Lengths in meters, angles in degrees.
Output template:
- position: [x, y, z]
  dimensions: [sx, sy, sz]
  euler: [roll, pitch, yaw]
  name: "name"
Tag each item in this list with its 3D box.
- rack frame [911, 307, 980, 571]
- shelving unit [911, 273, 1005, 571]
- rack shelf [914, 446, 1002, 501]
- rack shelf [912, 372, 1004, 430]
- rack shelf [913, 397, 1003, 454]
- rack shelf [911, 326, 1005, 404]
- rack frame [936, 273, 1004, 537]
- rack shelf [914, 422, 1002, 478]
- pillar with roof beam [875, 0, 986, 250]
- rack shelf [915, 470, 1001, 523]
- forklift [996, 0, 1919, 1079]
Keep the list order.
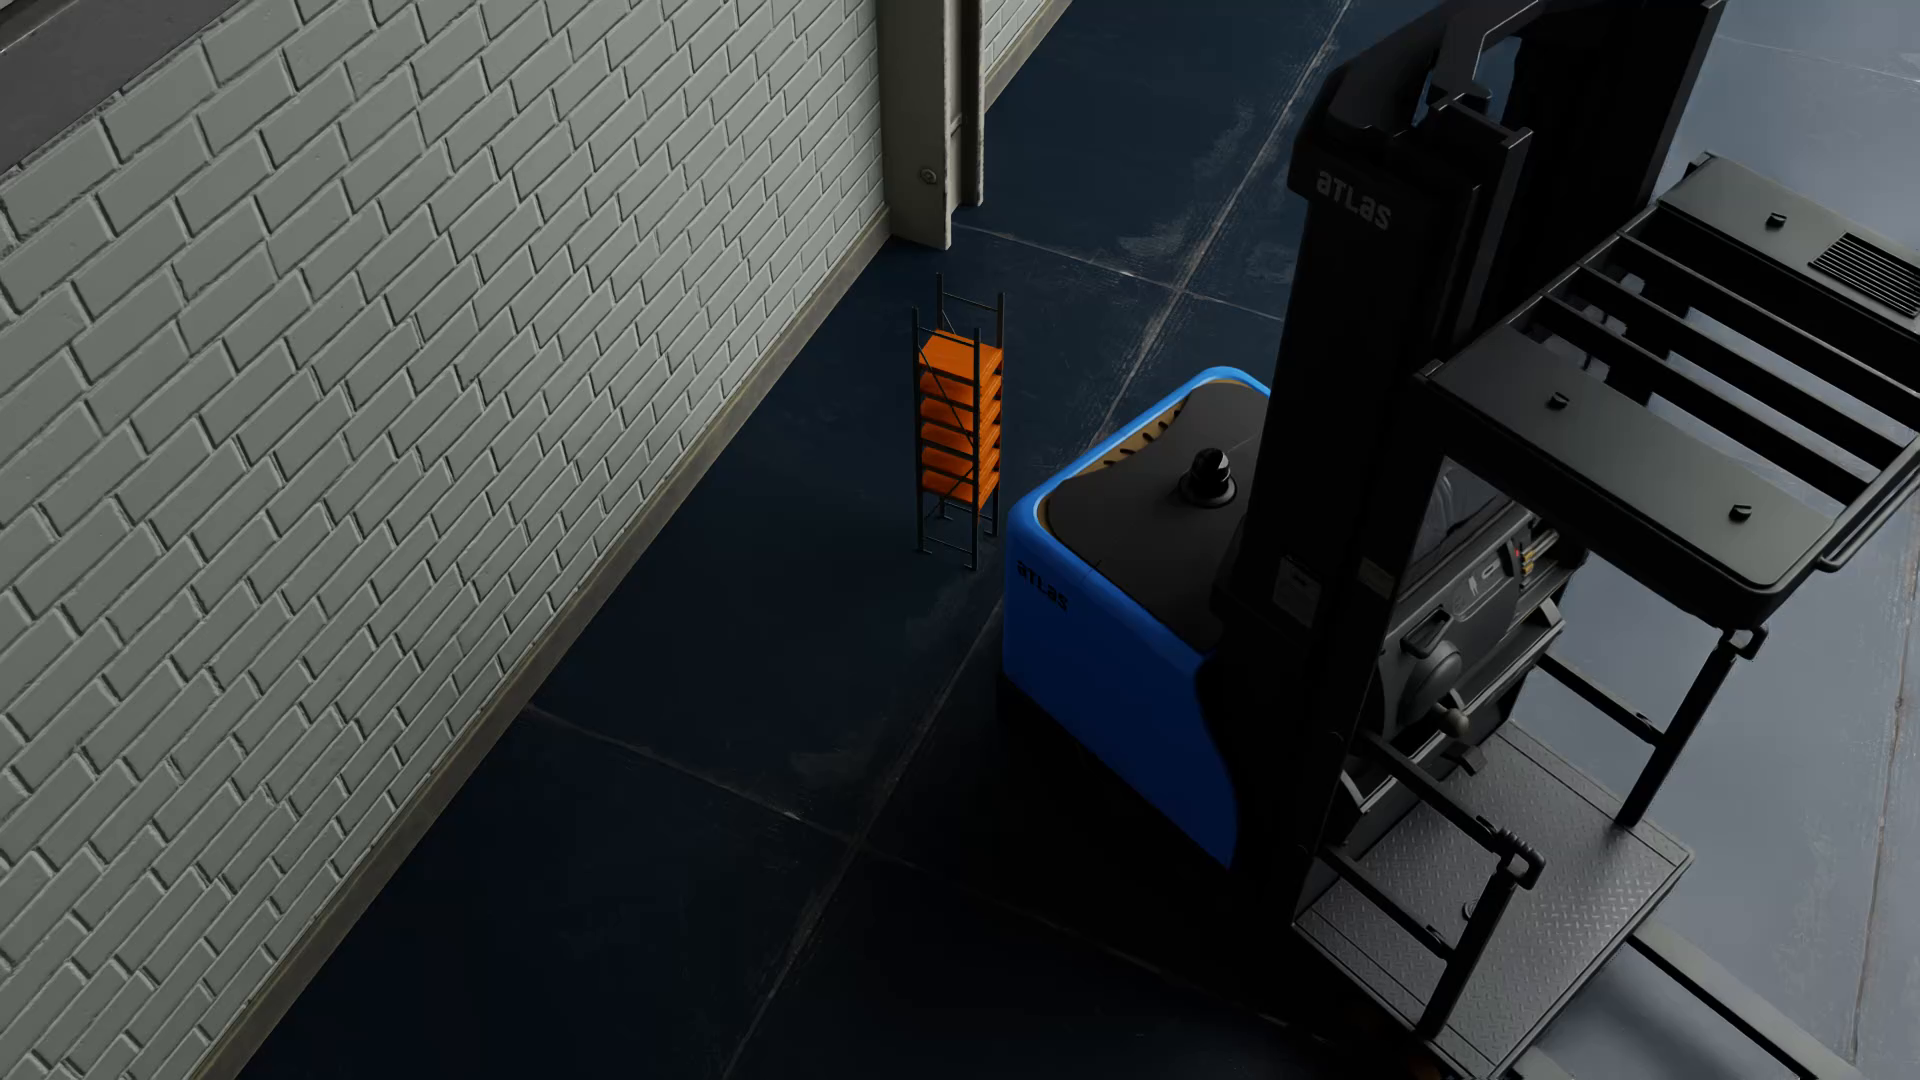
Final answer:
- position: [-0.045, -0.316, 5.731]
  dimensions: [0.240, 1.200, 0.006]
  euler: [20, 52, 16]
  name: "rack frame"
- position: [-0.006, -0.379, 5.785]
  dimensions: [0.258, 1.200, 0.189]
  euler: [20, 52, 16]
  name: "shelving unit"
- position: [-0.006, -0.272, 5.910]
  dimensions: [0.258, 0.103, 0.180]
  euler: [20, 52, 16]
  name: "rack shelf"
- position: [-0.006, -0.506, 5.636]
  dimensions: [0.258, 0.103, 0.180]
  euler: [20, 52, 16]
  name: "rack shelf"
- position: [-0.006, -0.428, 5.727]
  dimensions: [0.258, 0.103, 0.180]
  euler: [20, 52, 16]
  name: "rack shelf"
- position: [-0.006, -0.583, 5.544]
  dimensions: [0.258, 0.103, 0.180]
  euler: [20, 52, 16]
  name: "rack shelf"
- position: [0.033, -0.442, 5.838]
  dimensions: [0.240, 1.200, 0.006]
  euler: [20, 52, 16]
  name: "rack frame"
- position: [-0.006, -0.350, 5.818]
  dimensions: [0.258, 0.103, 0.180]
  euler: [20, 52, 16]
  name: "rack shelf"
- position: [3.776, -2.978, 2.875]
  dimensions: [9.100, 9.000, 0.400]
  euler: [20, 52, 16]
  name: "pillar with roof beam"
- position: [-0.006, -0.195, 6.001]
  dimensions: [0.258, 0.103, 0.180]
  euler: [20, 52, 16]
  name: "rack shelf"
- position: [1.490, 0.236, 4.124]
  dimensions: [1.130, 2.935, 3.031]
  euler: [-35, 58, -26]
  name: "forklift"
